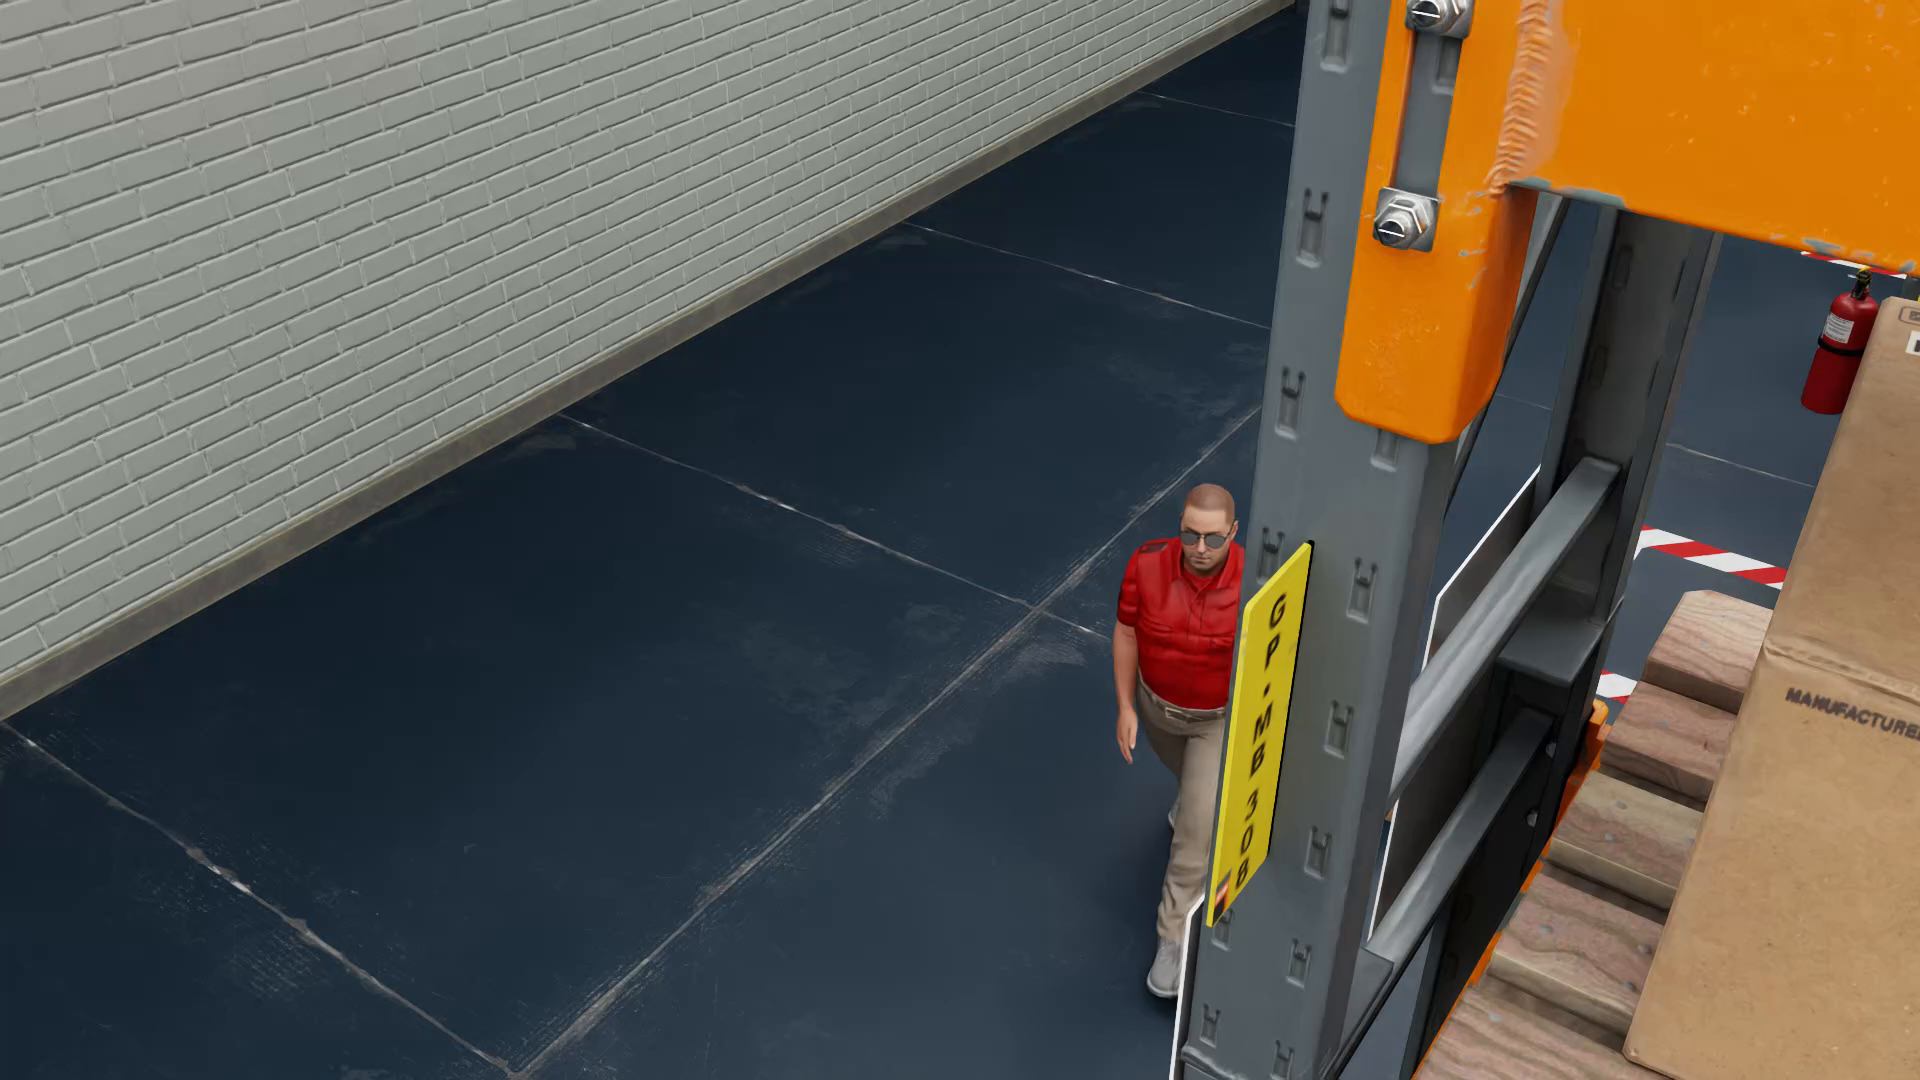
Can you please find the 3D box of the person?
[{"bbox_3d":[0.740,0.534,5.383,0.534,1.659,1.088,15,37,21],"label":"person"}]
